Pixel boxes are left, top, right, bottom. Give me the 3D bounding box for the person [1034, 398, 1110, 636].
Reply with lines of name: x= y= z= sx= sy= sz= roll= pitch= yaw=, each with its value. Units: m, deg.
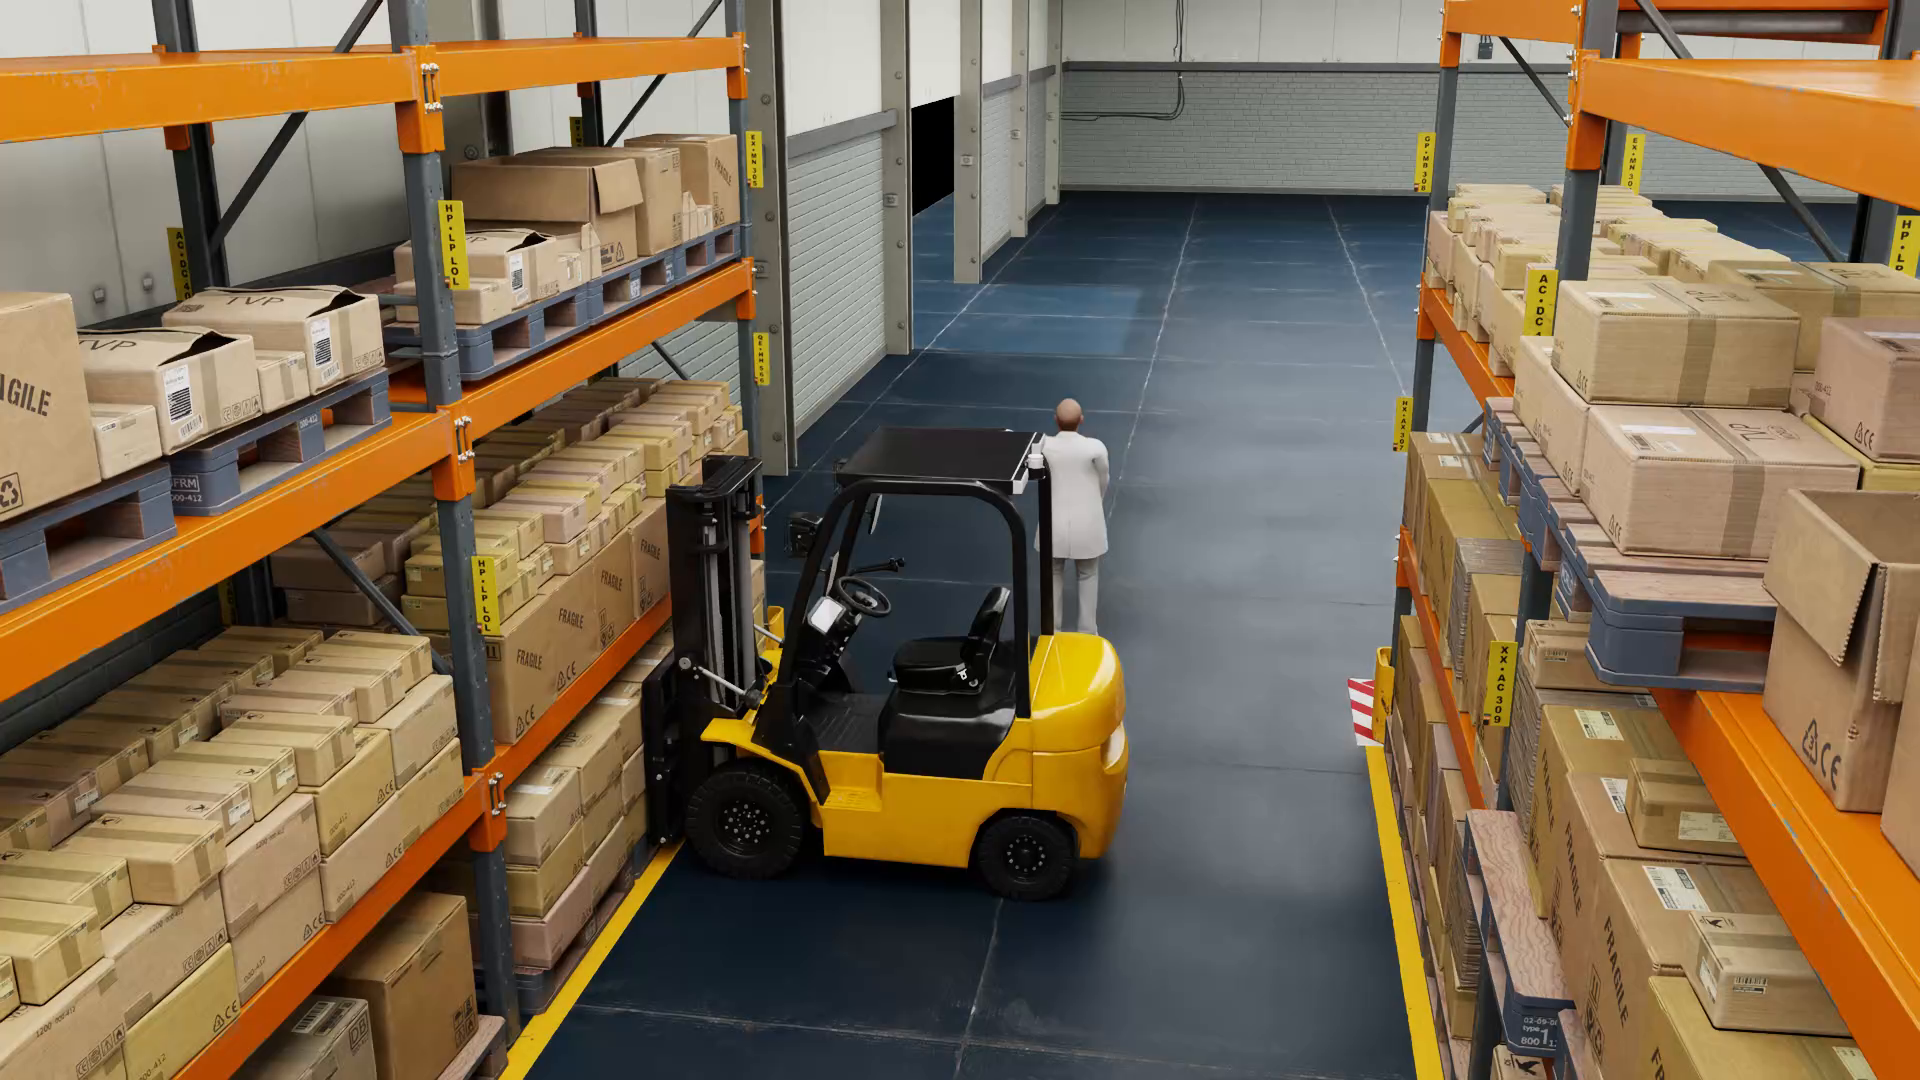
person: x=0.777 y=-0.153 z=11.568 sx=0.529 sy=1.769 sz=0.563 roll=3 pitch=18 yaw=9
